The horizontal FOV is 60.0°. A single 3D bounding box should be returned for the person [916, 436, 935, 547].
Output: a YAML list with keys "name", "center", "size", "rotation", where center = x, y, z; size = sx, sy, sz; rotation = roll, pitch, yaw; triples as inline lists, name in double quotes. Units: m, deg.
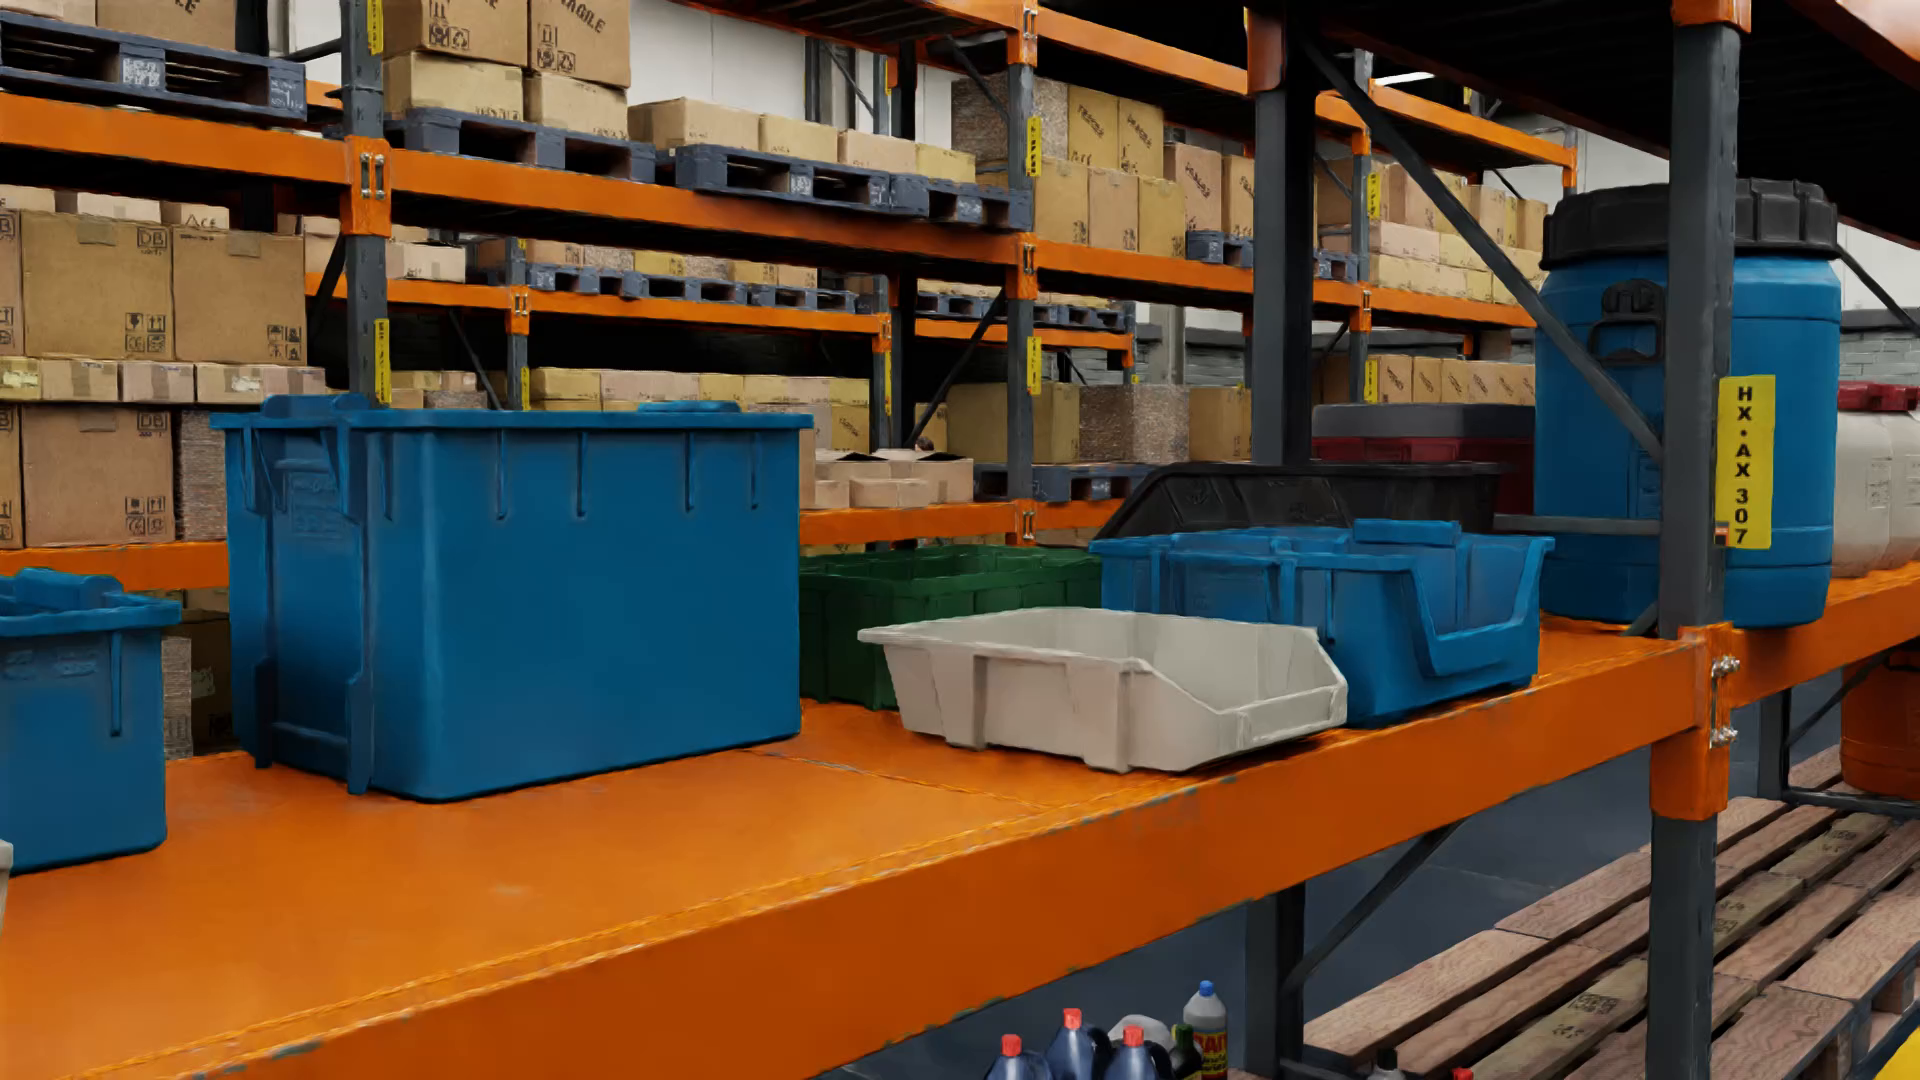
- name: "person"
  center: [-0.457, -0.060, 14.311]
  size: [0.705, 1.661, 0.430]
  rotation: [-1, 4, -22]
